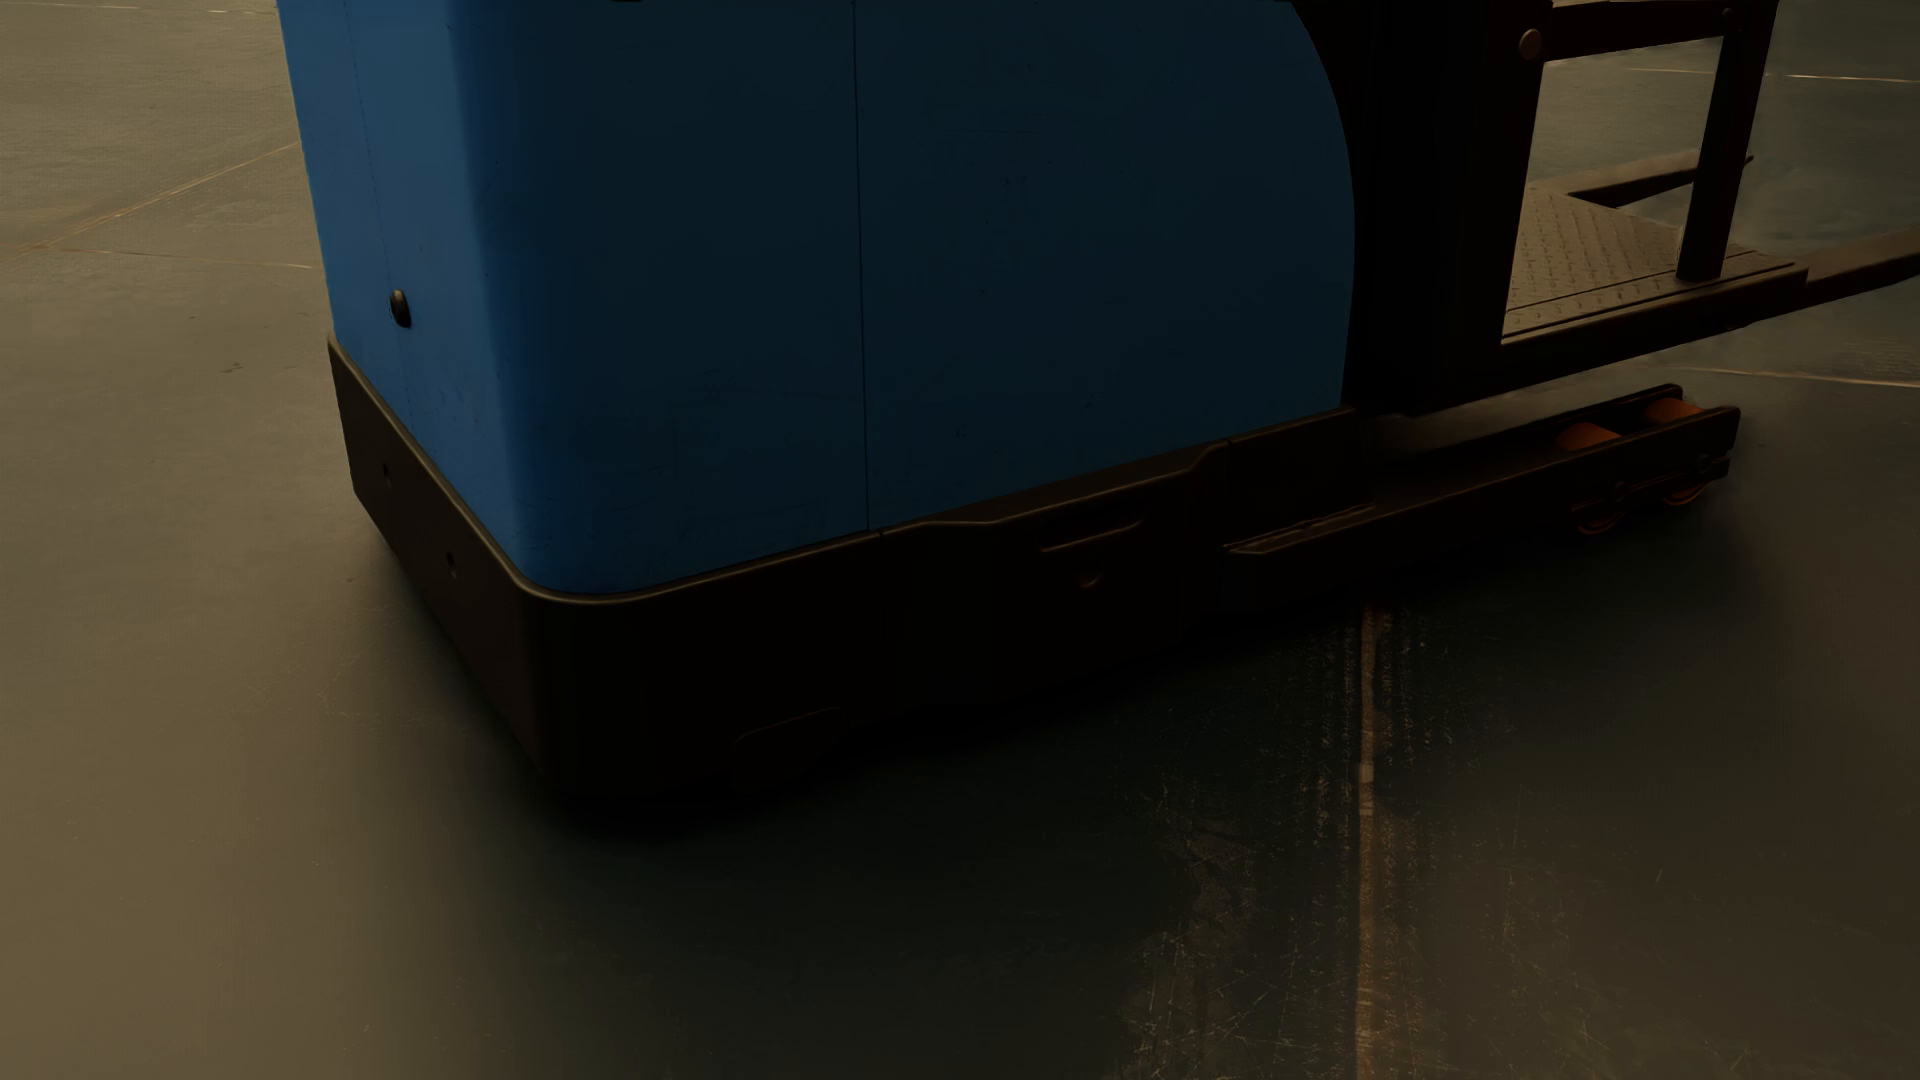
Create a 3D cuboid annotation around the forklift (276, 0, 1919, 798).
[{"bbox_3d":[0.613,-1.504,2.226,3.031,2.935,1.130,-15,31,-28],"label":"forklift"}]
